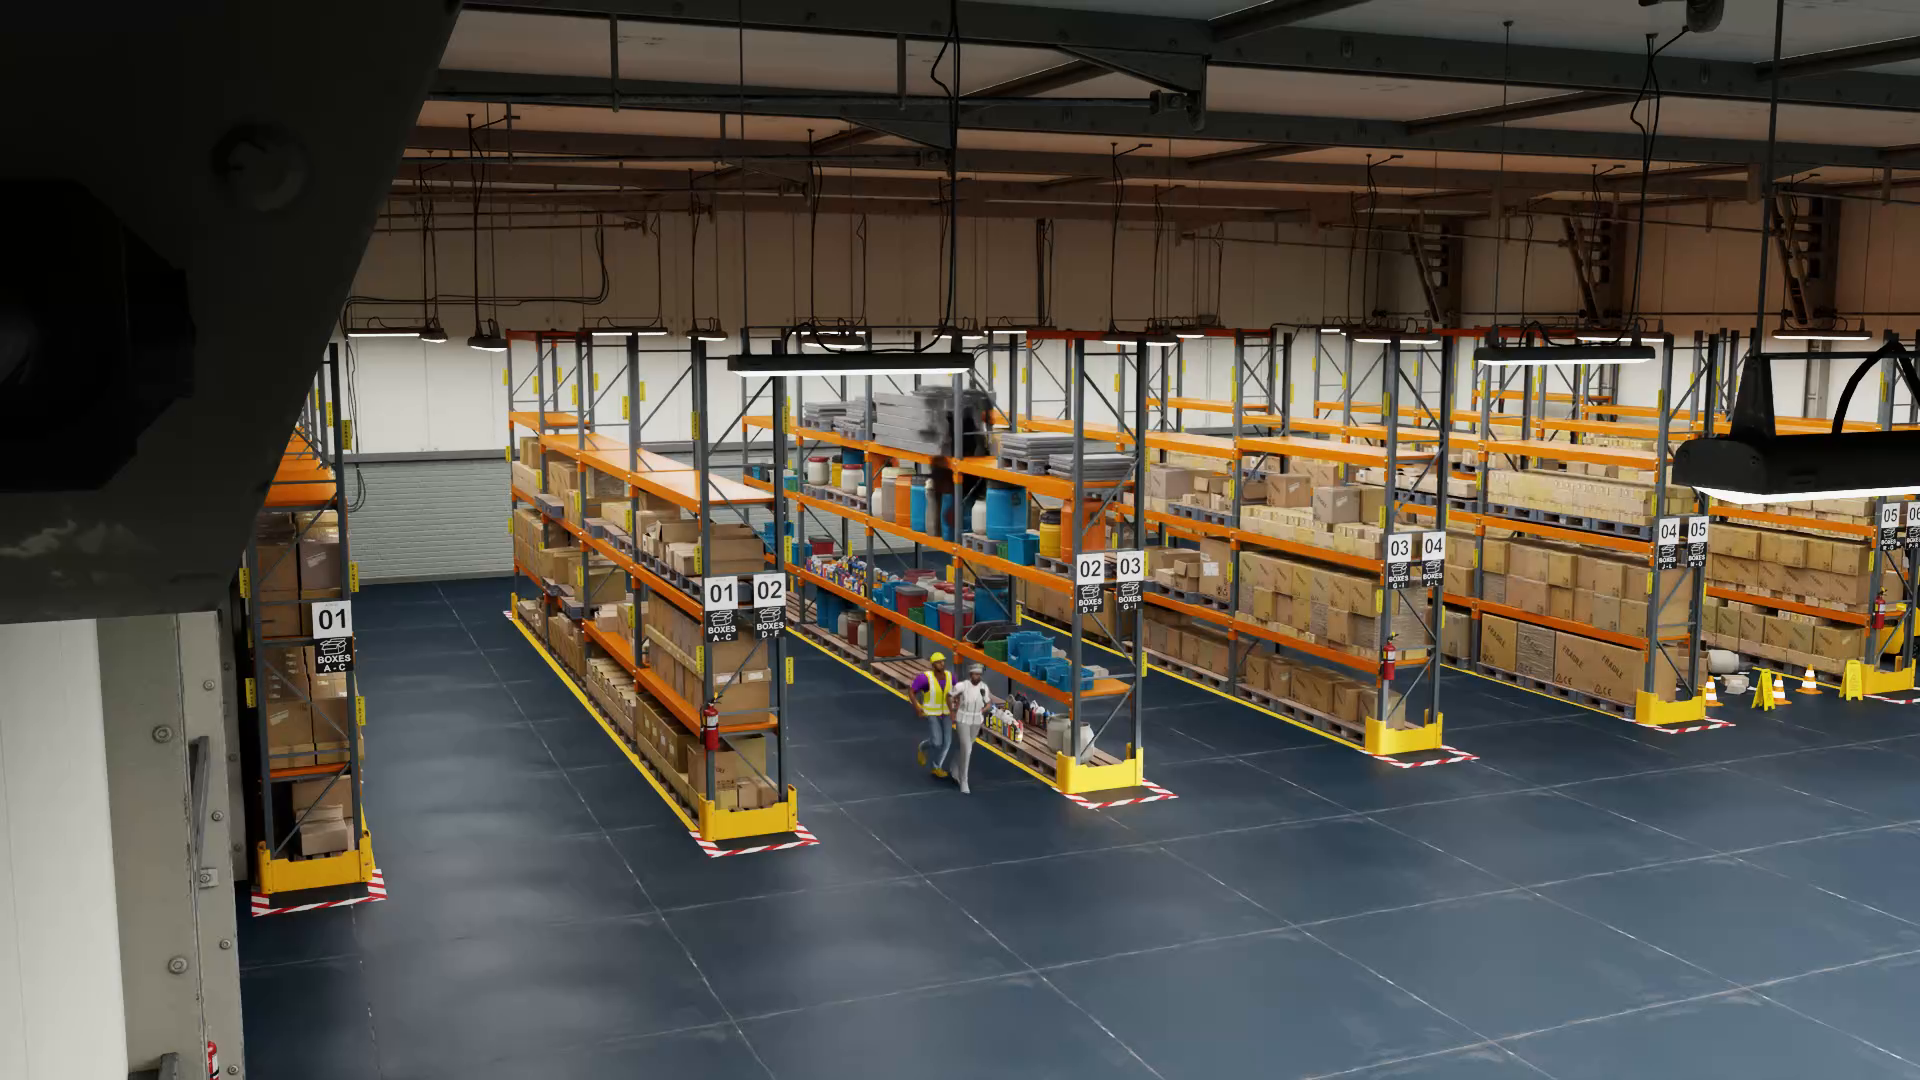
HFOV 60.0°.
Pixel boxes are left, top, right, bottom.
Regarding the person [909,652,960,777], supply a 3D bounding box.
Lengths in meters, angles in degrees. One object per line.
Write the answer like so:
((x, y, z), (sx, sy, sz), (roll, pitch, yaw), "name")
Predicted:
((-0.306, 2.389, 22.803), (0.730, 1.726, 0.594), (-4, 9, -28), "person")

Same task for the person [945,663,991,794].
((0.129, 2.486, 22.390), (0.574, 1.731, 0.780), (-4, 9, -26), "person")
